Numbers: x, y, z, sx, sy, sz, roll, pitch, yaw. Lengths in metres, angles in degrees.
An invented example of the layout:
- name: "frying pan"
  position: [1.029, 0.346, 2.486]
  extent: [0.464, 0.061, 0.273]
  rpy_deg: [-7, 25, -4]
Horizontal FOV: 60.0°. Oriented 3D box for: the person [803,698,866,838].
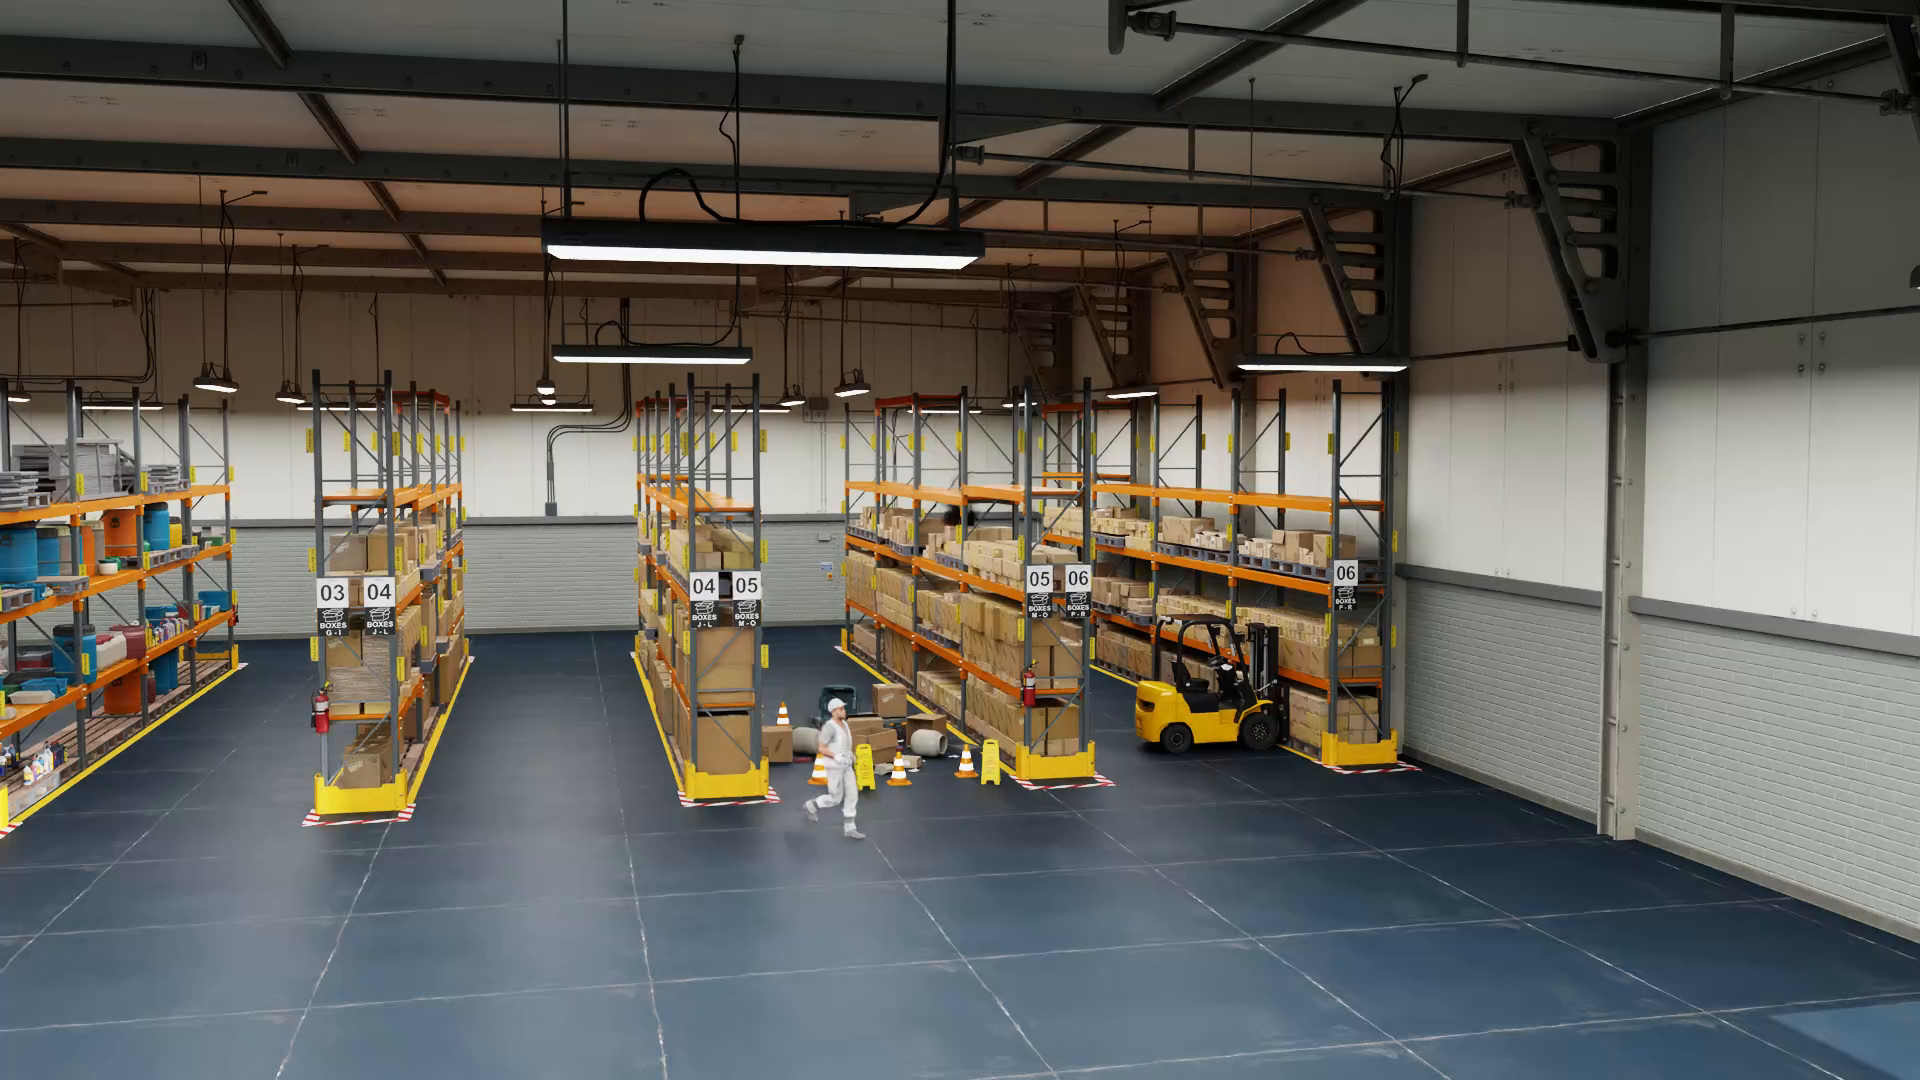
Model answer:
- name: "person"
  position: [-1.589, 2.899, 21.208]
  extent: [0.889, 1.773, 0.657]
  rpy_deg: [2, 4, 28]
